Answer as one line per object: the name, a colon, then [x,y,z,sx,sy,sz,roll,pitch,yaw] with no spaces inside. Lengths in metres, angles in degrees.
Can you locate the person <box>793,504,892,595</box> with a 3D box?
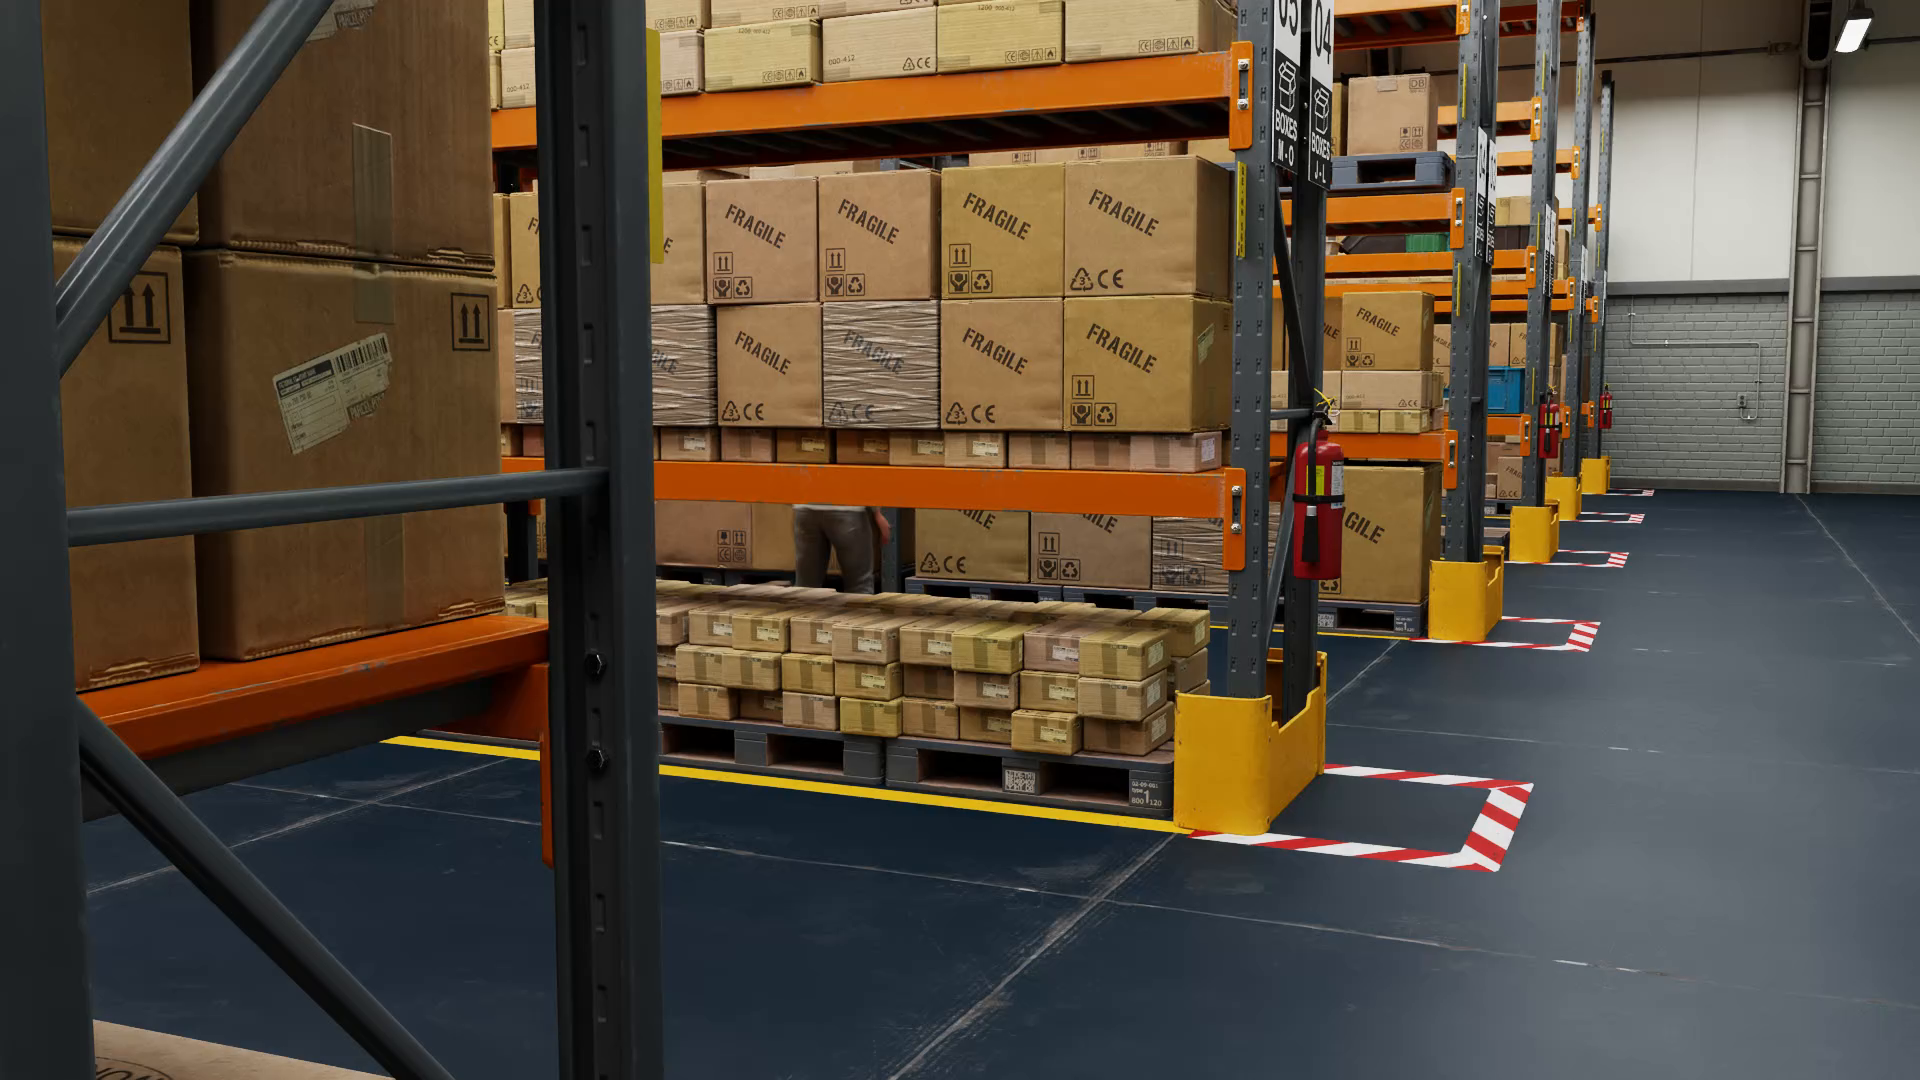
person: [-0.645,-0.138,9.064,0.632,1.770,0.574,4,7,33]
